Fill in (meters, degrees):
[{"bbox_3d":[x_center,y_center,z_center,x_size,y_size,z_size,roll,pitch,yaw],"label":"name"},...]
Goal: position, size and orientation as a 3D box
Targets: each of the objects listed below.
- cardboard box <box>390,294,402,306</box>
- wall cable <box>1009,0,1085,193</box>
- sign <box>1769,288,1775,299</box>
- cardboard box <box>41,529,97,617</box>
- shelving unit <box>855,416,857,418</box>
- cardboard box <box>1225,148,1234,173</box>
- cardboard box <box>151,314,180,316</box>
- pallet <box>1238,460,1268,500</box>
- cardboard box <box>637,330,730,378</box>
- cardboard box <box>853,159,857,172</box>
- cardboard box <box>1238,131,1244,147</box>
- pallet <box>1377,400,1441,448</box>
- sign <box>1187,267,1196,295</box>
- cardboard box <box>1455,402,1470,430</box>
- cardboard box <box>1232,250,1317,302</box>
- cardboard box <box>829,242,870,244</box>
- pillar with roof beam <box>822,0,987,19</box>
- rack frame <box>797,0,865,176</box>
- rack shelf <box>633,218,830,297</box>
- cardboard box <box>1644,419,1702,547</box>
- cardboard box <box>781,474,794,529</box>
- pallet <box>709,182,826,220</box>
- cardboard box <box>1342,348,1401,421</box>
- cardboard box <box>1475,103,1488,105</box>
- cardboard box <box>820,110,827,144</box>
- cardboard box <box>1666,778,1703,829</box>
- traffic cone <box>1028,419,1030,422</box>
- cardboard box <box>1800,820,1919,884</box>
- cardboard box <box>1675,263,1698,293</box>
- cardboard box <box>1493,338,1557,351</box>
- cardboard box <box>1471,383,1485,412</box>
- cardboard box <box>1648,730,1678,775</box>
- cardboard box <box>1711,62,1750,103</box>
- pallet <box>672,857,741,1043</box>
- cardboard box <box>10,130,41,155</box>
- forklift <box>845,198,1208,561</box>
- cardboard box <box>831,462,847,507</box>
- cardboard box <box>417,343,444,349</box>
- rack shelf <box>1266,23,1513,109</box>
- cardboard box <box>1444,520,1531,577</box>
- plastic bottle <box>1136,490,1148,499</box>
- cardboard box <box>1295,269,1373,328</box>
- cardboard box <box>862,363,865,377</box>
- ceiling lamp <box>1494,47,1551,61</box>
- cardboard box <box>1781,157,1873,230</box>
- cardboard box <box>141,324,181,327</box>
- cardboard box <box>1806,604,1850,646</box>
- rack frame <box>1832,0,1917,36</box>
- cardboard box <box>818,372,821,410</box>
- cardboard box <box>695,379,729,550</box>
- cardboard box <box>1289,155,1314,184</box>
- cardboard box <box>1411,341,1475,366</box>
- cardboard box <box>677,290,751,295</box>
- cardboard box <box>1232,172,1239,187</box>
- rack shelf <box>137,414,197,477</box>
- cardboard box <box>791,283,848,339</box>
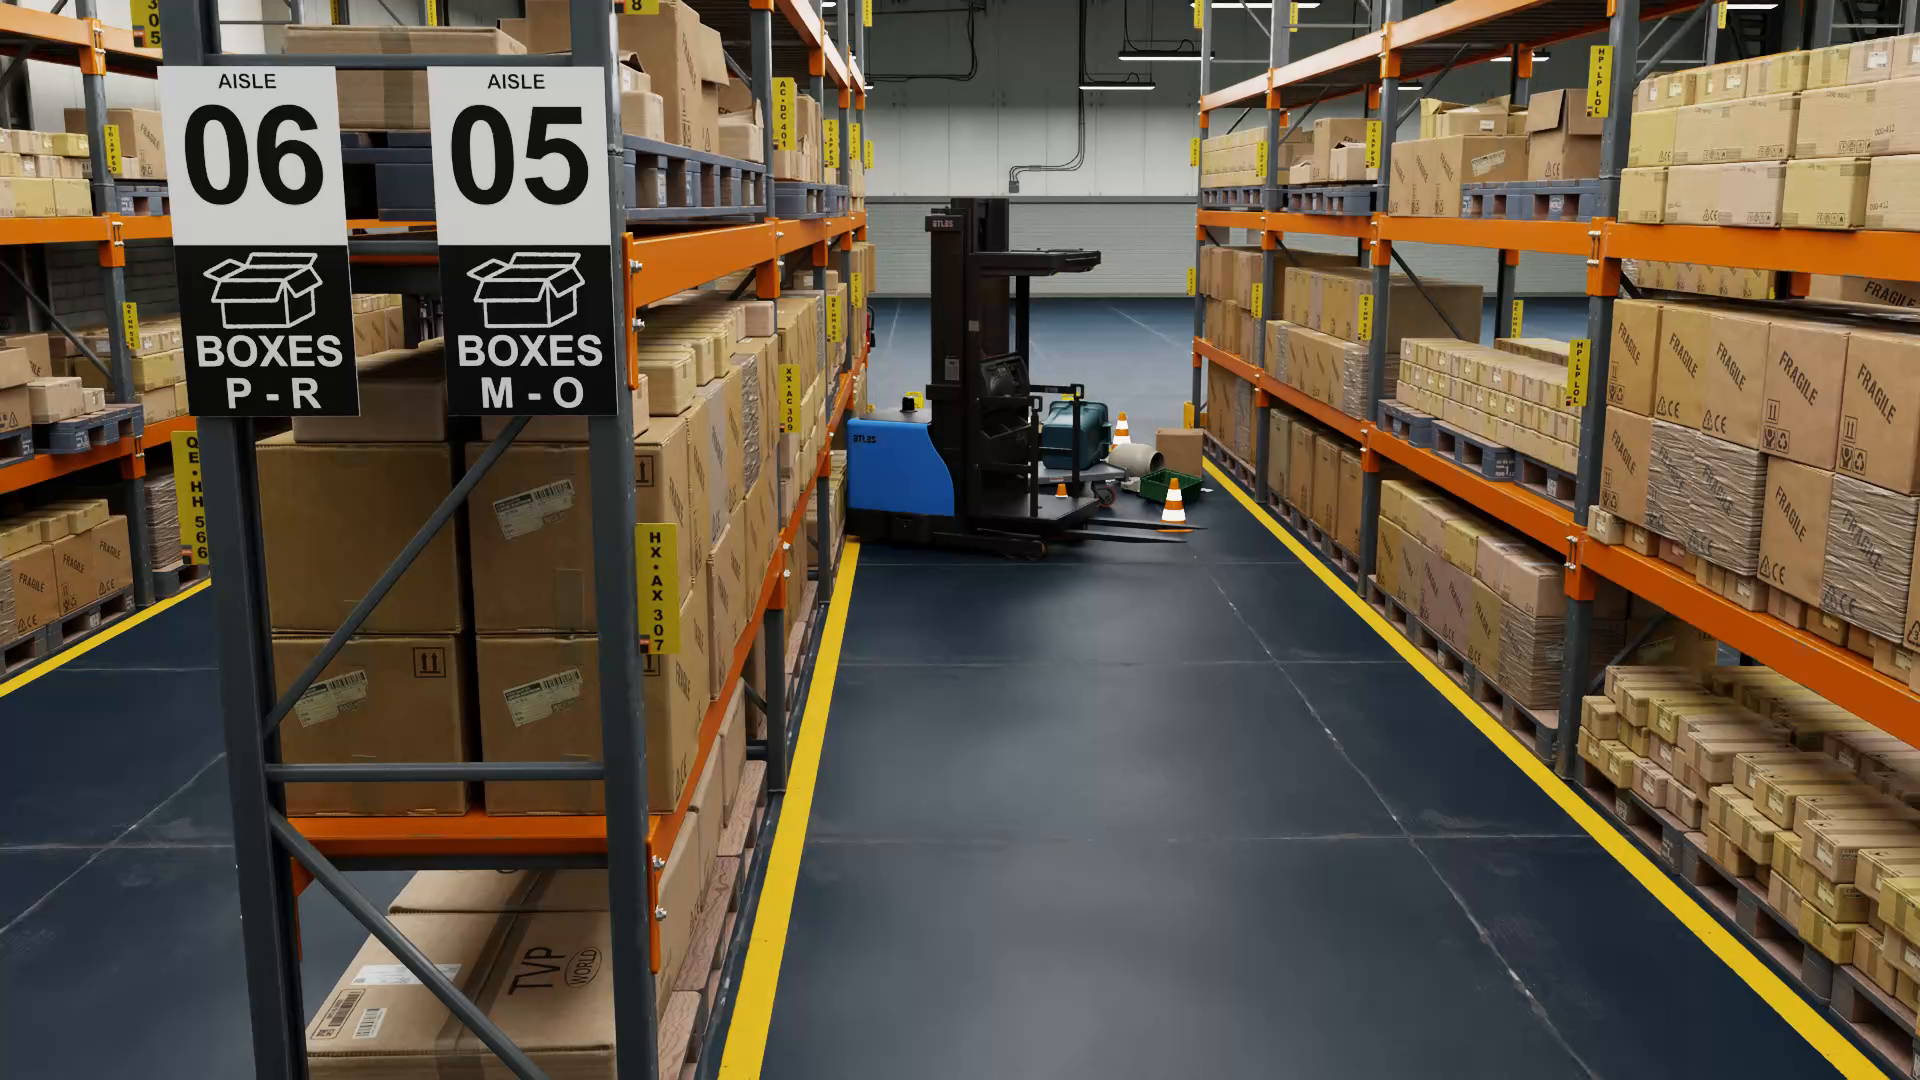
[{"bbox_3d":[-6.245,-2.620,18.044,0.380,0.149,0.250,0,11,-1],"label":"cardboard box"},{"bbox_3d":[2.663,-13.630,50.559,2.305,6.003,0.169,0,11,-1],"label":"wall cable"},{"bbox_3d":[7.828,-2.263,15.990,0.100,0.325,0.005,0,11,-1],"label":"sign"},{"bbox_3d":[-6.194,0.217,11.177,0.500,0.500,0.500,0,11,-2],"label":"cardboard box"},{"bbox_3d":[-0.884,-0.643,15.230,0.215,0.252,1.050,0,55,4],"label":"shelving unit"},{"bbox_3d":[3.112,-4.036,17.686,0.500,0.250,0.500,0,11,-1],"label":"cardboard box"},{"bbox_3d":[-6.744,-1.873,14.364,0.380,0.149,0.250,0,11,-1],"label":"cardboard box"},{"bbox_3d":[3.472,-0.627,17.117,1.003,0.211,1.213,0,11,-1],"label":"pallet"},{"bbox_3d":[-1.010,-0.653,5.836,0.380,0.149,0.250,-1,11,-3],"label":"cardboard box"},{"bbox_3d":[-1.228,-3.759,16.628,0.380,0.149,0.250,0,11,-2],"label":"cardboard box"},{"bbox_3d":[3.061,-4.107,17.034,0.380,0.149,0.250,0,11,-1],"label":"cardboard box"},{"bbox_3d":[3.613,-0.811,11.497,1.213,0.211,1.003,0,11,-1],"label":"pallet"},{"bbox_3d":[2.772,-3.099,19.913,0.100,0.325,0.005,0,11,-1],"label":"sign"},{"bbox_3d":[3.329,-0.776,10.415,0.380,0.149,0.250,0,11,0],"label":"cardboard box"},{"bbox_3d":[3.416,-2.840,17.921,0.875,0.550,0.500,0,11,-1],"label":"cardboard box"},{"bbox_3d":[-1.391,-3.181,19.178,0.700,0.500,0.500,-1,11,-3],"label":"cardboard box"},{"bbox_3d":[-3.785,-11.354,47.894,9.100,9.000,0.548,0,11,-1],"label":"pillar with roof beam"},{"bbox_3d":[-1.620,-5.537,19.217,1.000,3.000,0.127,0,11,-1],"label":"rack frame"},{"bbox_3d":[-1.414,-1.726,9.788,1.077,0.370,4.000,0,11,-1],"label":"rack shelf"},{"bbox_3d":[3.350,-0.248,7.240,0.500,0.500,0.500,0,11,-1],"label":"cardboard box"},{"bbox_3d":[-1.118,-0.226,8.507,0.500,0.250,0.500,-1,11,-2],"label":"cardboard box"},{"bbox_3d":[-1.363,-2.034,9.970,1.003,0.211,1.213,0,11,1],"label":"pallet"},{"bbox_3d":[3.214,-1.184,12.600,0.500,0.500,0.500,0,11,-1],"label":"cardboard box"},{"bbox_3d":[3.760,-2.861,11.398,0.396,0.266,0.258,0,11,-1],"label":"cardboard box"},{"bbox_3d":[-1.296,-2.658,11.258,0.797,0.503,0.637,-1,12,-5],"label":"cardboard box"},{"bbox_3d":[3.379,1.166,7.382,0.380,0.149,0.250,0,11,-2],"label":"cardboard box"},{"bbox_3d":[0.781,-1.345,20.026,0.336,0.463,0.334,0,11,-1],"label":"traffic cone"},{"bbox_3d":[3.310,1.133,6.047,0.380,0.149,0.250,0,11,1],"label":"cardboard box"},{"bbox_3d":[8.058,-2.913,17.861,0.500,0.500,0.500,0,11,-1],"label":"cardboard box"},{"bbox_3d":[3.960,-1.325,11.627,0.380,0.149,0.250,-1,11,-3],"label":"cardboard box"},{"bbox_3d":[3.339,-0.869,10.124,0.380,0.149,0.250,0,11,1],"label":"cardboard box"},{"bbox_3d":[3.398,0.966,7.621,0.380,0.149,0.250,0,11,-1],"label":"cardboard box"},{"bbox_3d":[3.332,-1.874,6.824,0.380,0.149,0.250,-1,11,-3],"label":"cardboard box"},{"bbox_3d":[-1.407,1.550,6.387,1.003,0.211,1.213,0,11,-1],"label":"pallet"},{"bbox_3d":[-6.159,-2.550,10.668,0.380,0.149,0.250,-1,11,-3],"label":"cardboard box"},{"bbox_3d":[0.568,-1.386,14.019,3.031,2.935,1.130,5,13,24],"label":"forklift"},{"bbox_3d":[-1.506,-0.472,14.895,0.950,0.372,0.625,0,11,2],"label":"cardboard box"},{"bbox_3d":[-1.515,-0.547,5.314,0.380,0.149,0.250,0,11,-2],"label":"cardboard box"},{"bbox_3d":[3.451,-3.836,13.648,1.077,0.370,4.000,0,11,-1],"label":"rack shelf"},{"bbox_3d":[3.284,0.046,10.133,0.500,0.250,0.500,-1,11,-4],"label":"cardboard box"},{"bbox_3d":[1.895,-0.450,16.625,0.133,0.061,0.283,-7,13,-30],"label":"plastic bottle"},{"bbox_3d":[3.438,-2.180,14.993,0.700,0.500,0.500,0,11,-2],"label":"cardboard box"},{"bbox_3d":[-1.268,-1.909,18.768,0.380,0.149,0.250,0,11,0],"label":"cardboard box"},{"bbox_3d":[11.374,-11.697,34.903,2.000,3.185,0.800,0,11,-1],"label":"ceiling lamp"},{"bbox_3d":[3.338,-1.248,5.999,0.500,0.250,0.500,0,11,1],"label":"cardboard box"},{"bbox_3d":[-6.221,-1.622,13.128,0.380,0.149,0.250,0,11,-1],"label":"cardboard box"},{"bbox_3d":[3.407,0.294,6.197,0.380,0.149,0.250,0,11,0],"label":"cardboard box"},{"bbox_3d":[8.370,-4.782,15.498,1.000,3.000,0.127,0,11,-1],"label":"rack frame"},{"bbox_3d":[-1.177,-0.981,10.968,0.500,0.250,0.500,-1,11,-3],"label":"cardboard box"},{"bbox_3d":[-1.051,-0.257,5.513,0.500,0.500,0.500,0,11,-2],"label":"cardboard box"},{"bbox_3d":[3.172,-3.380,15.160,0.258,0.266,0.396,0,11,-2],"label":"cardboard box"},{"bbox_3d":[3.316,-1.275,11.378,0.380,0.149,0.250,-1,11,-3],"label":"cardboard box"},{"bbox_3d":[-1.689,-1.446,11.377,0.500,0.500,0.500,-1,11,-3],"label":"cardboard box"},{"bbox_3d":[3.054,-3.768,17.367,0.380,0.149,0.250,0,11,-2],"label":"cardboard box"},{"bbox_3d":[-6.459,-1.030,13.902,1.077,0.370,4.000,0,11,-1],"label":"rack shelf"},{"bbox_3d":[-1.299,-2.111,15.365,0.500,0.500,0.500,0,11,-2],"label":"cardboard box"}]
